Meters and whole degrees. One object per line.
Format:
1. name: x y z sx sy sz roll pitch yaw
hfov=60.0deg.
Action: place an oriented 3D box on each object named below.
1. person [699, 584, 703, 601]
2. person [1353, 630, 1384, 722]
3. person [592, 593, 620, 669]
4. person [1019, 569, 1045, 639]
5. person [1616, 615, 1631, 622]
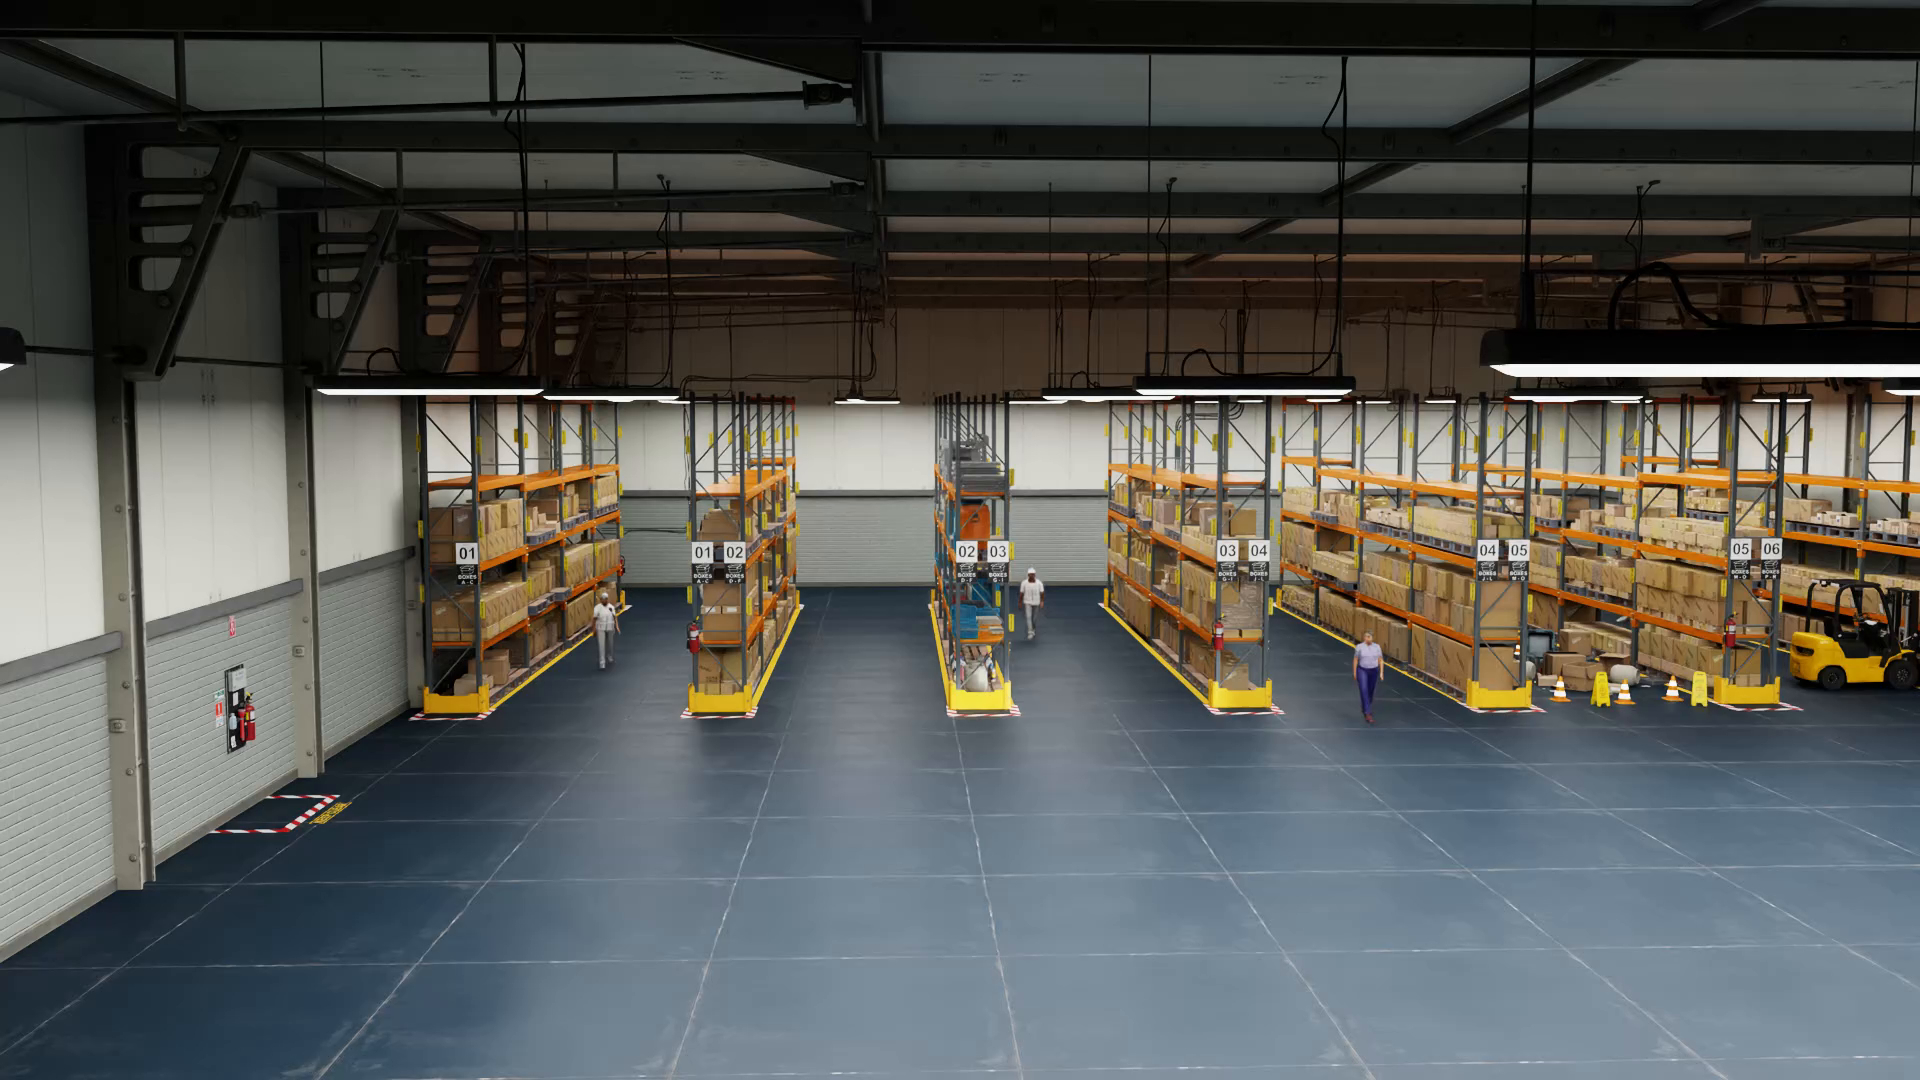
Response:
1. person: -6.511 1.429 43.227 0.556 1.617 1.034 0 5 -5
2. person: 7.496 2.459 30.461 0.508 1.632 0.817 0 5 -5
3. person: -7.786 1.967 36.581 0.581 1.610 1.000 -1 5 -16
4. person: 1.797 1.555 41.008 0.596 1.695 1.052 -1 5 -11
5. person: 17.686 1.296 44.076 0.594 1.769 0.535 -3 5 -31
